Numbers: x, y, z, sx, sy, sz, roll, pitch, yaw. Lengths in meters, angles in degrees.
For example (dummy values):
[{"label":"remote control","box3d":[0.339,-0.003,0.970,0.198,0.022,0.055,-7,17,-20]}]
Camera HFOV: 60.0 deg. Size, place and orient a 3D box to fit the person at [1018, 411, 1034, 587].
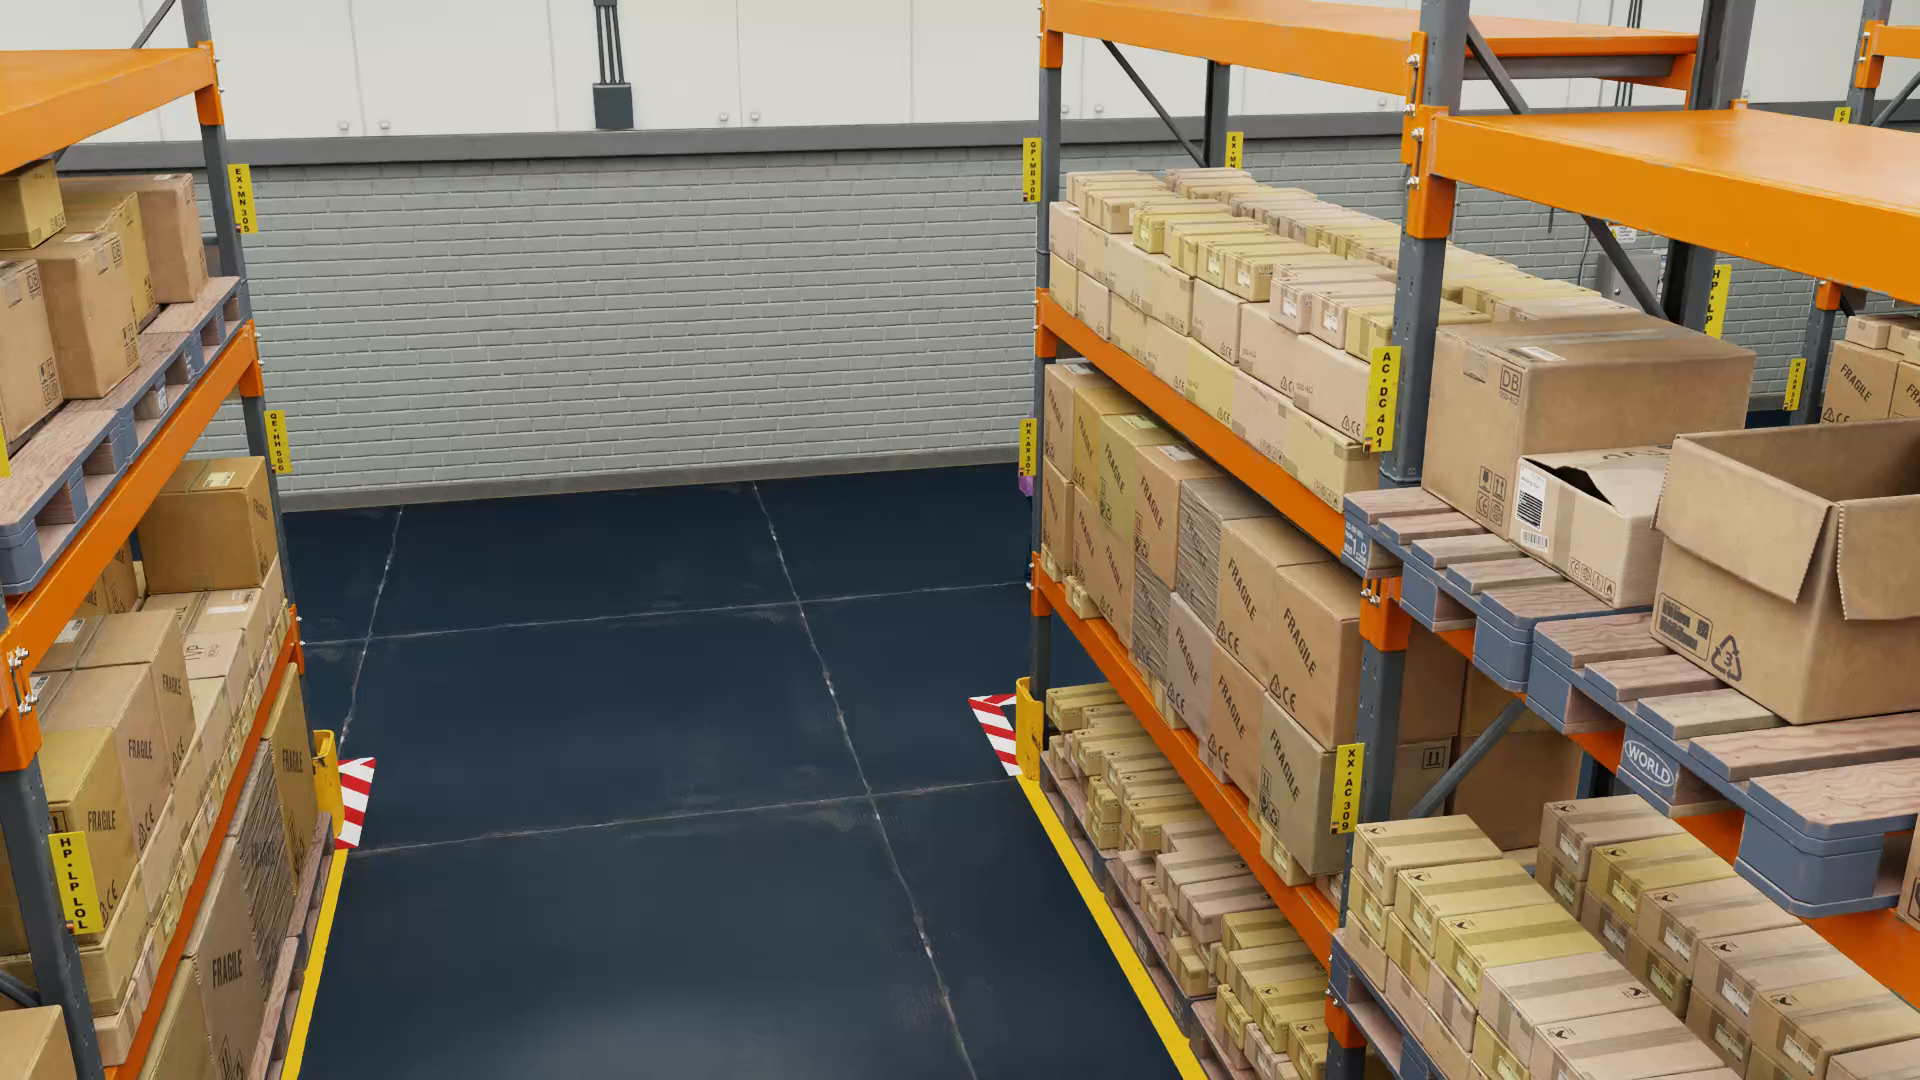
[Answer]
[{"label":"person","box3d":[0.613,-0.372,12.116,0.345,1.593,0.485,-6,21,-15]}]
